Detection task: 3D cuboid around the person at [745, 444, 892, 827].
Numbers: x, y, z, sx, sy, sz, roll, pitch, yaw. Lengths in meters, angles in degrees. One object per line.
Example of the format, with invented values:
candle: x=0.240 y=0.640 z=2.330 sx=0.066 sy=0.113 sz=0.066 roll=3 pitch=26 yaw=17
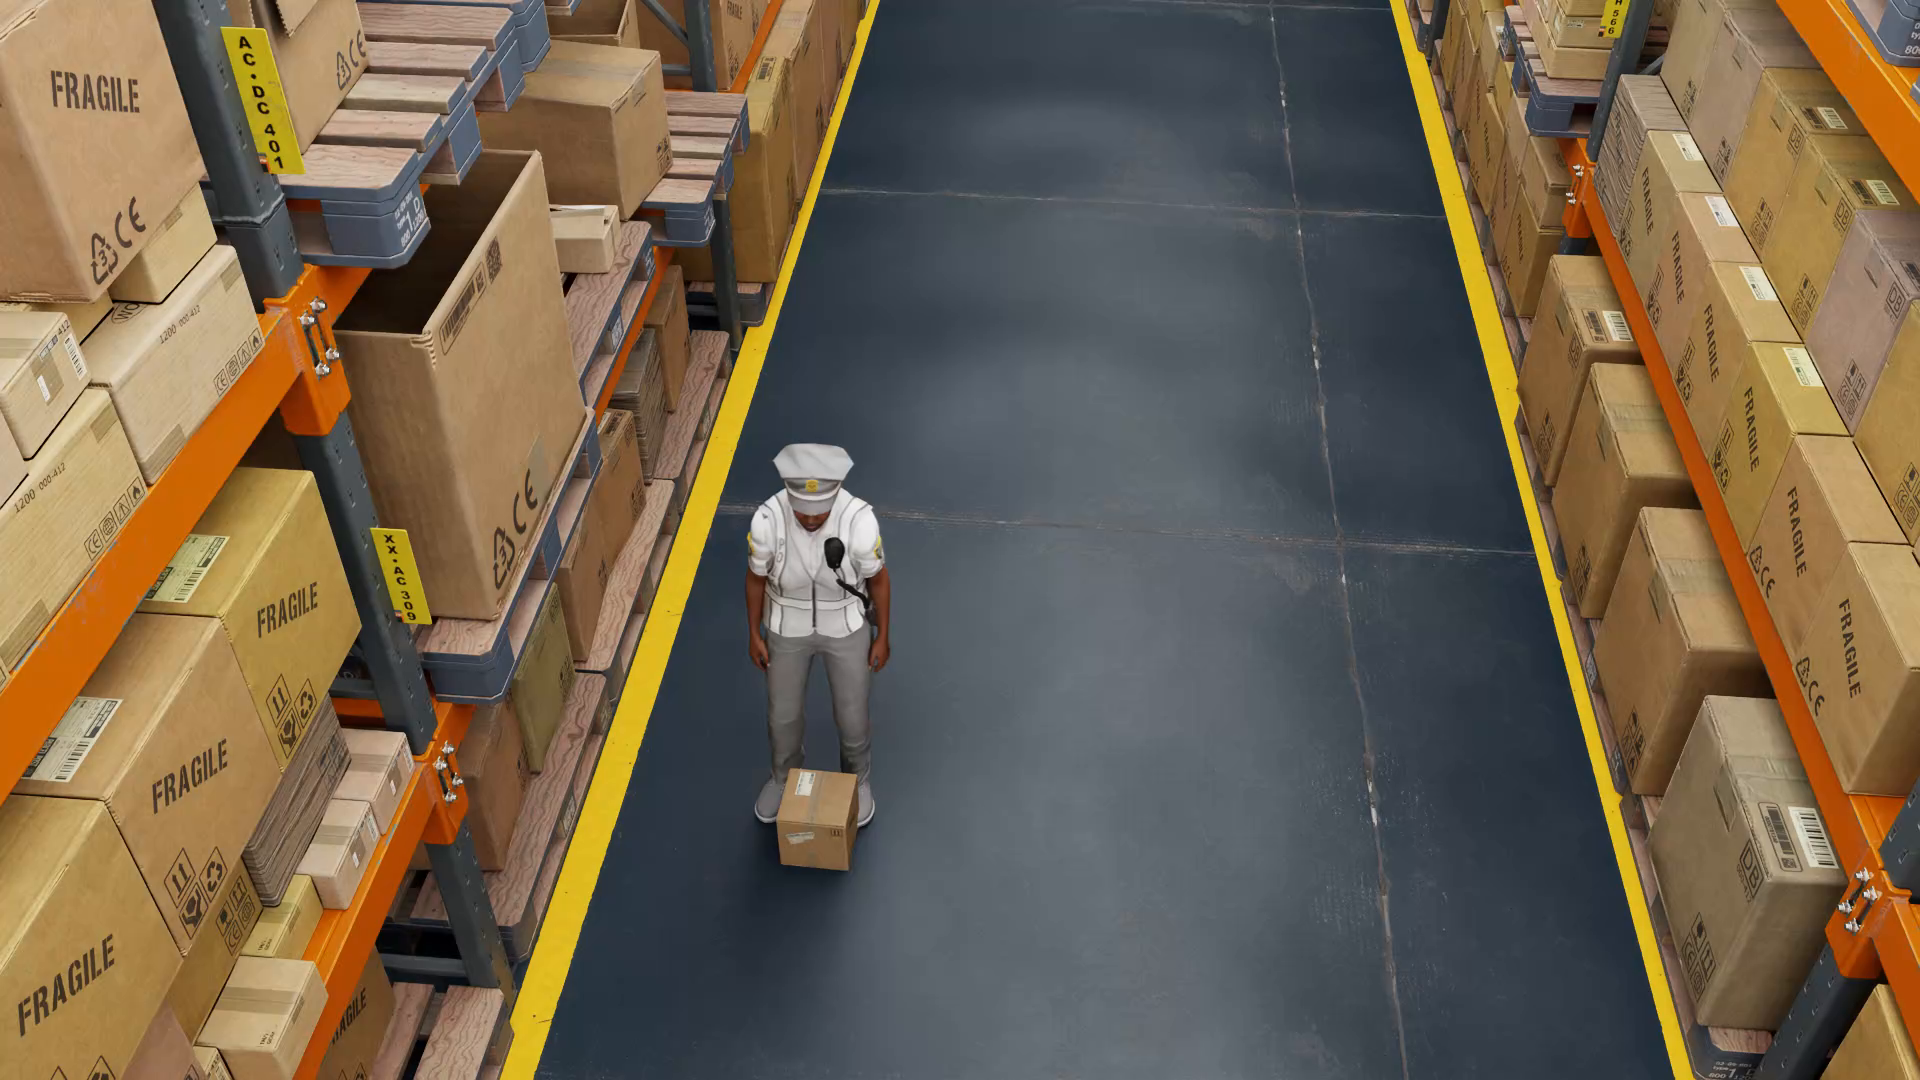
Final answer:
person: x=-0.501 y=0.350 z=5.742 sx=0.532 sy=1.662 sz=0.322 roll=1 pitch=40 yaw=1
